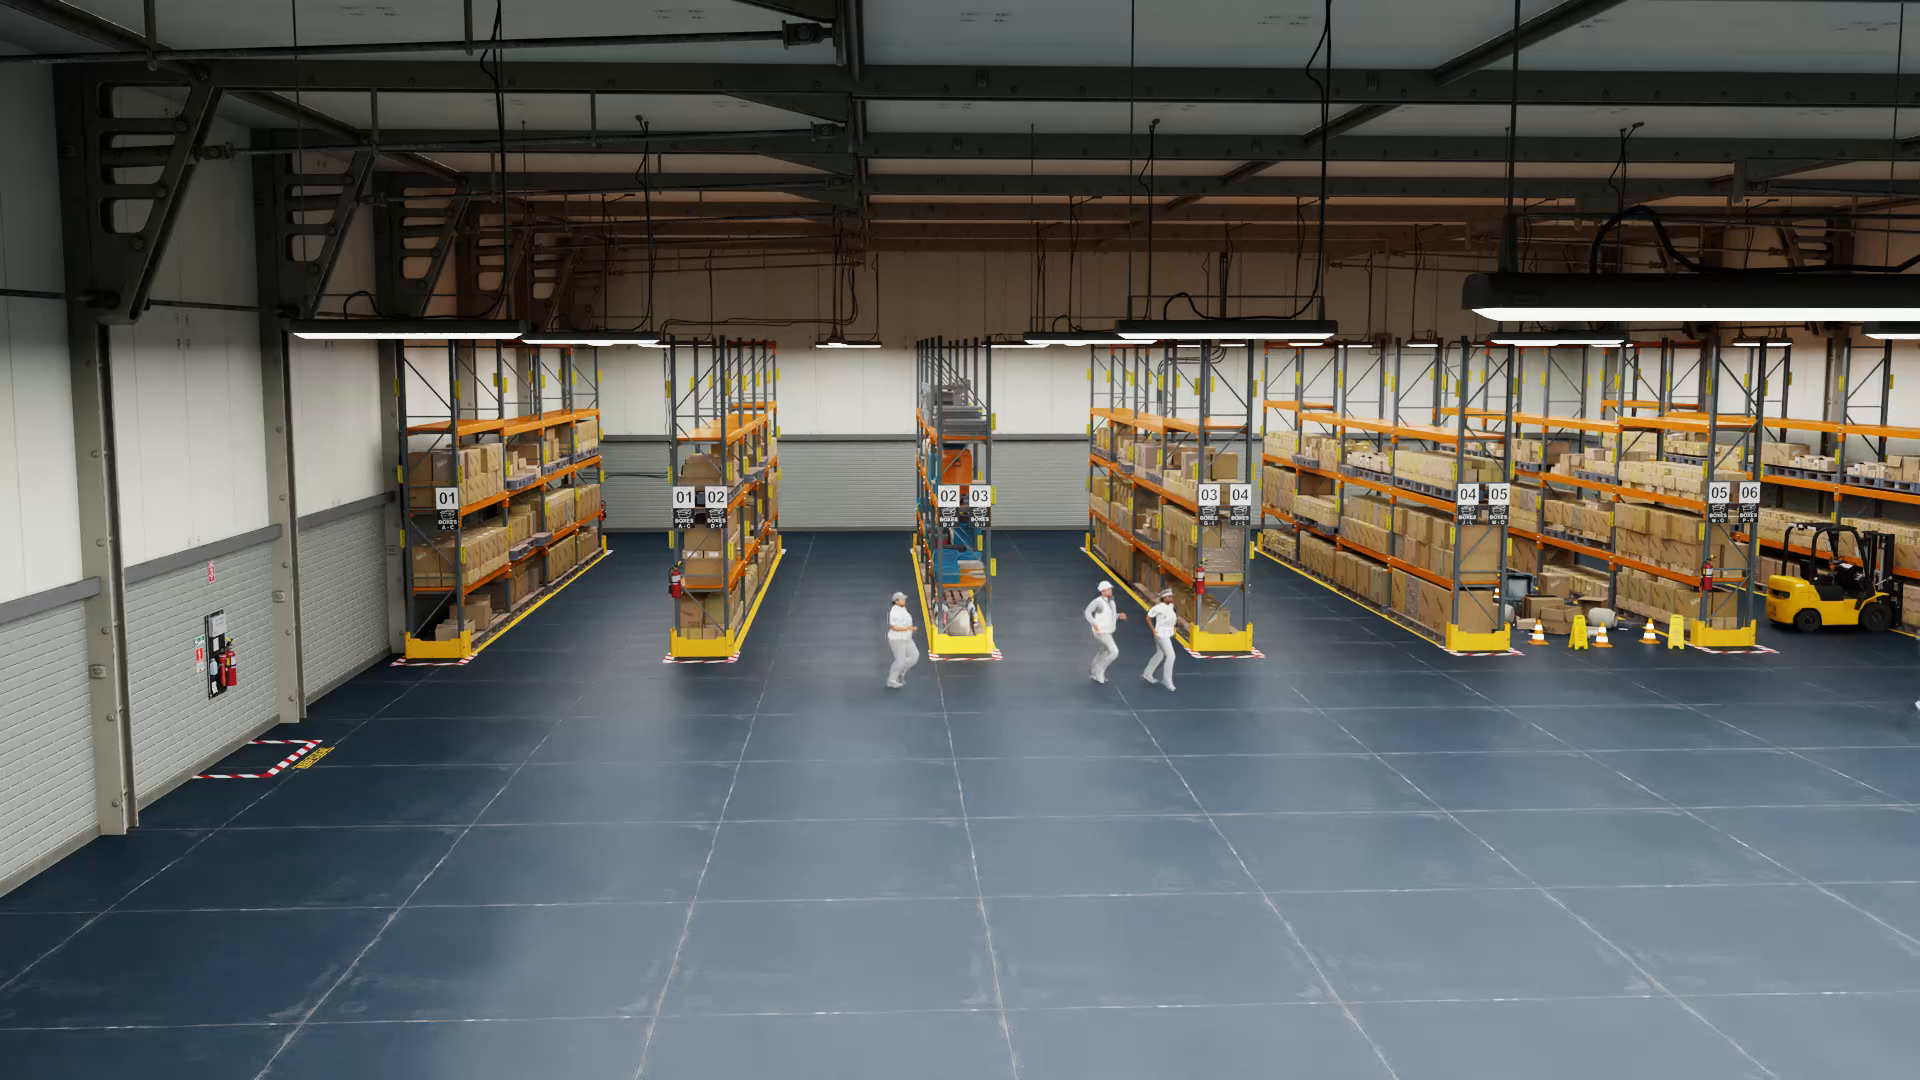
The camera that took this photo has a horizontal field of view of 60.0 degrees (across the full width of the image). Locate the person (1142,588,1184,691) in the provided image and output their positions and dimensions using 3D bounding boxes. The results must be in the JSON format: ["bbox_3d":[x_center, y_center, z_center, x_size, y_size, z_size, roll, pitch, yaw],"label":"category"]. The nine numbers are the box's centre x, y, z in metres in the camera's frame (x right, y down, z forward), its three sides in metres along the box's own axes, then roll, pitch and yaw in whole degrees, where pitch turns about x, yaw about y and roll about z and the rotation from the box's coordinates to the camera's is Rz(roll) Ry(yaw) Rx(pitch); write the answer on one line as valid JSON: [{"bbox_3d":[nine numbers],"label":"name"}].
[{"bbox_3d":[3.456,1.673,28.377,0.769,1.746,0.571,4,8,33],"label":"person"}]

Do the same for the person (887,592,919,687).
[{"bbox_3d":[-0.960,1.702,28.283,0.590,1.647,0.589,3,7,22],"label":"person"}]

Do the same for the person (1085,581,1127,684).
[{"bbox_3d":[2.537,1.594,28.769,0.693,1.779,0.633,4,8,32],"label":"person"}]
